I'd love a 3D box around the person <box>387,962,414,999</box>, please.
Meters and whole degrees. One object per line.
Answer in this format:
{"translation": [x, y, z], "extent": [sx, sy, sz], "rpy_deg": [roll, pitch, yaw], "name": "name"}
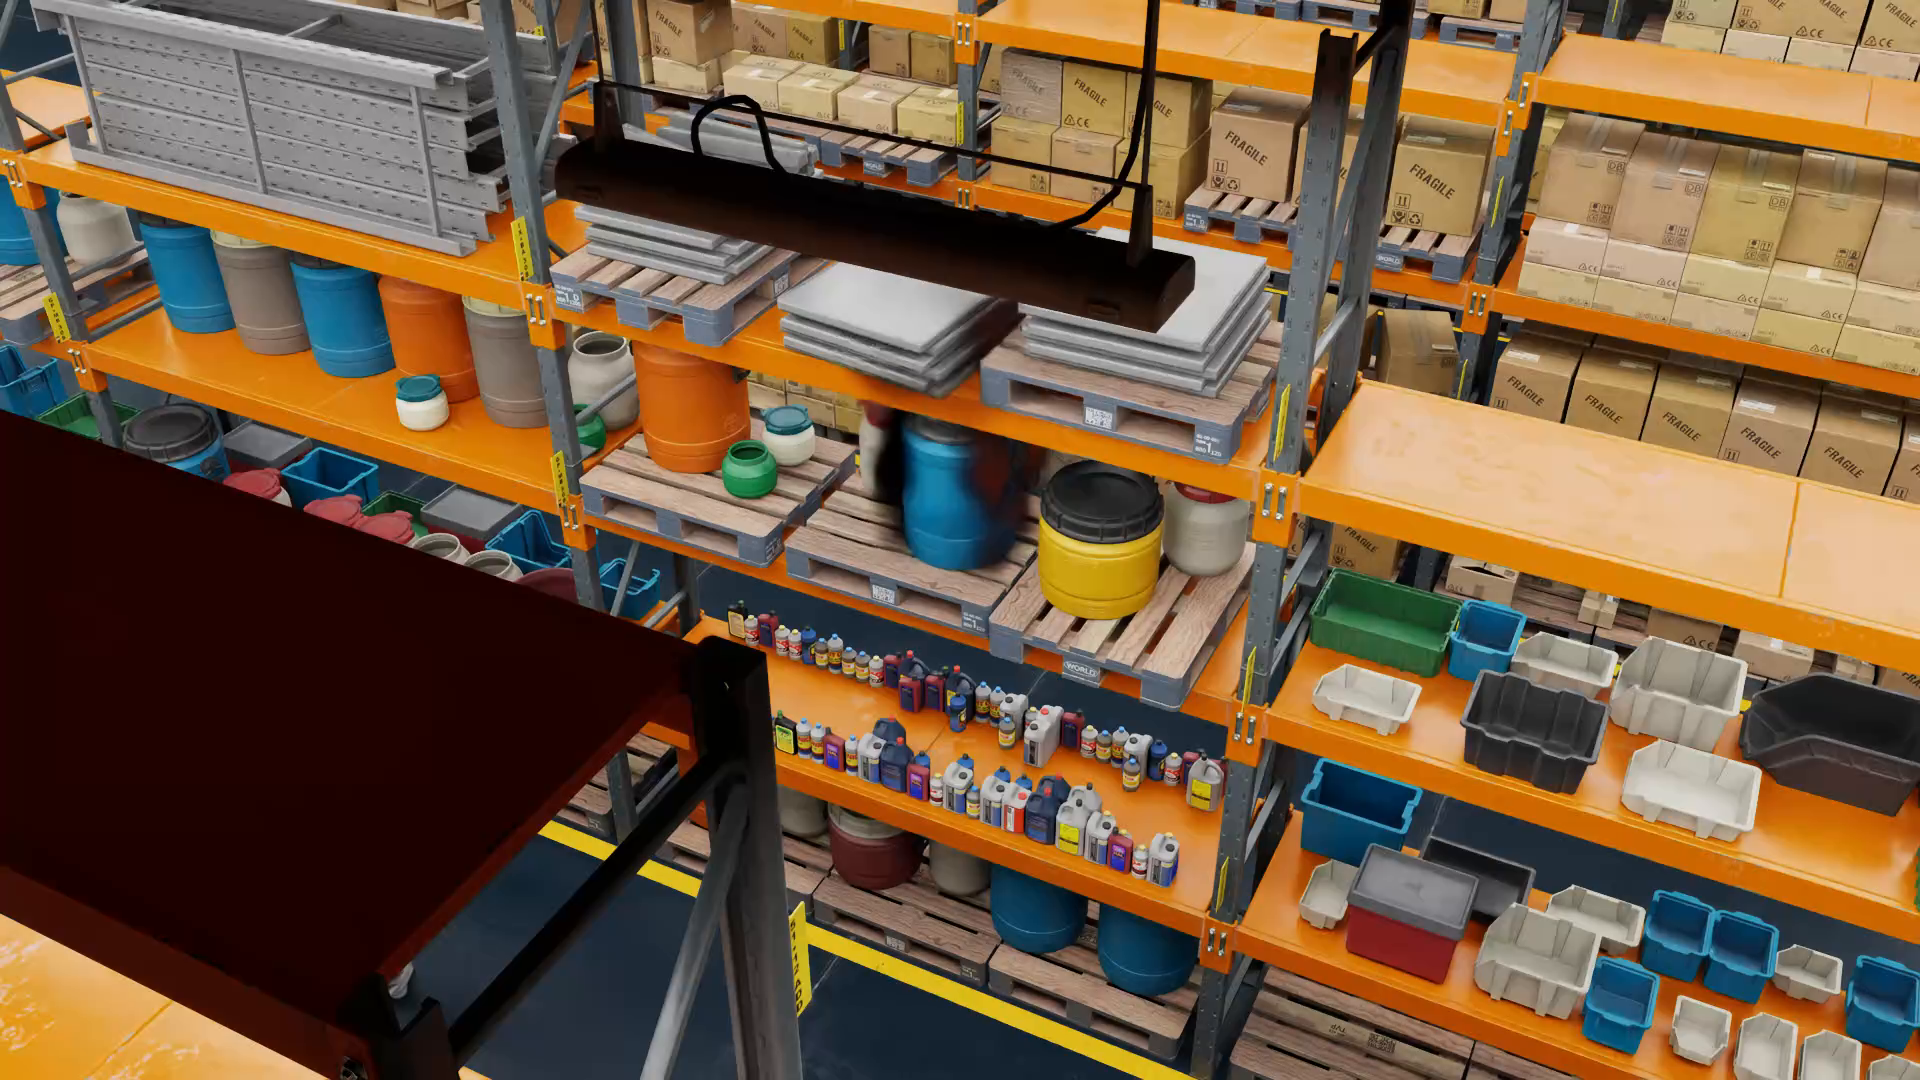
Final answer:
{"translation": [-3.517, 1.963, 9.518], "extent": [0.609, 1.764, 0.430], "rpy_deg": [7, 36, 10], "name": "person"}
